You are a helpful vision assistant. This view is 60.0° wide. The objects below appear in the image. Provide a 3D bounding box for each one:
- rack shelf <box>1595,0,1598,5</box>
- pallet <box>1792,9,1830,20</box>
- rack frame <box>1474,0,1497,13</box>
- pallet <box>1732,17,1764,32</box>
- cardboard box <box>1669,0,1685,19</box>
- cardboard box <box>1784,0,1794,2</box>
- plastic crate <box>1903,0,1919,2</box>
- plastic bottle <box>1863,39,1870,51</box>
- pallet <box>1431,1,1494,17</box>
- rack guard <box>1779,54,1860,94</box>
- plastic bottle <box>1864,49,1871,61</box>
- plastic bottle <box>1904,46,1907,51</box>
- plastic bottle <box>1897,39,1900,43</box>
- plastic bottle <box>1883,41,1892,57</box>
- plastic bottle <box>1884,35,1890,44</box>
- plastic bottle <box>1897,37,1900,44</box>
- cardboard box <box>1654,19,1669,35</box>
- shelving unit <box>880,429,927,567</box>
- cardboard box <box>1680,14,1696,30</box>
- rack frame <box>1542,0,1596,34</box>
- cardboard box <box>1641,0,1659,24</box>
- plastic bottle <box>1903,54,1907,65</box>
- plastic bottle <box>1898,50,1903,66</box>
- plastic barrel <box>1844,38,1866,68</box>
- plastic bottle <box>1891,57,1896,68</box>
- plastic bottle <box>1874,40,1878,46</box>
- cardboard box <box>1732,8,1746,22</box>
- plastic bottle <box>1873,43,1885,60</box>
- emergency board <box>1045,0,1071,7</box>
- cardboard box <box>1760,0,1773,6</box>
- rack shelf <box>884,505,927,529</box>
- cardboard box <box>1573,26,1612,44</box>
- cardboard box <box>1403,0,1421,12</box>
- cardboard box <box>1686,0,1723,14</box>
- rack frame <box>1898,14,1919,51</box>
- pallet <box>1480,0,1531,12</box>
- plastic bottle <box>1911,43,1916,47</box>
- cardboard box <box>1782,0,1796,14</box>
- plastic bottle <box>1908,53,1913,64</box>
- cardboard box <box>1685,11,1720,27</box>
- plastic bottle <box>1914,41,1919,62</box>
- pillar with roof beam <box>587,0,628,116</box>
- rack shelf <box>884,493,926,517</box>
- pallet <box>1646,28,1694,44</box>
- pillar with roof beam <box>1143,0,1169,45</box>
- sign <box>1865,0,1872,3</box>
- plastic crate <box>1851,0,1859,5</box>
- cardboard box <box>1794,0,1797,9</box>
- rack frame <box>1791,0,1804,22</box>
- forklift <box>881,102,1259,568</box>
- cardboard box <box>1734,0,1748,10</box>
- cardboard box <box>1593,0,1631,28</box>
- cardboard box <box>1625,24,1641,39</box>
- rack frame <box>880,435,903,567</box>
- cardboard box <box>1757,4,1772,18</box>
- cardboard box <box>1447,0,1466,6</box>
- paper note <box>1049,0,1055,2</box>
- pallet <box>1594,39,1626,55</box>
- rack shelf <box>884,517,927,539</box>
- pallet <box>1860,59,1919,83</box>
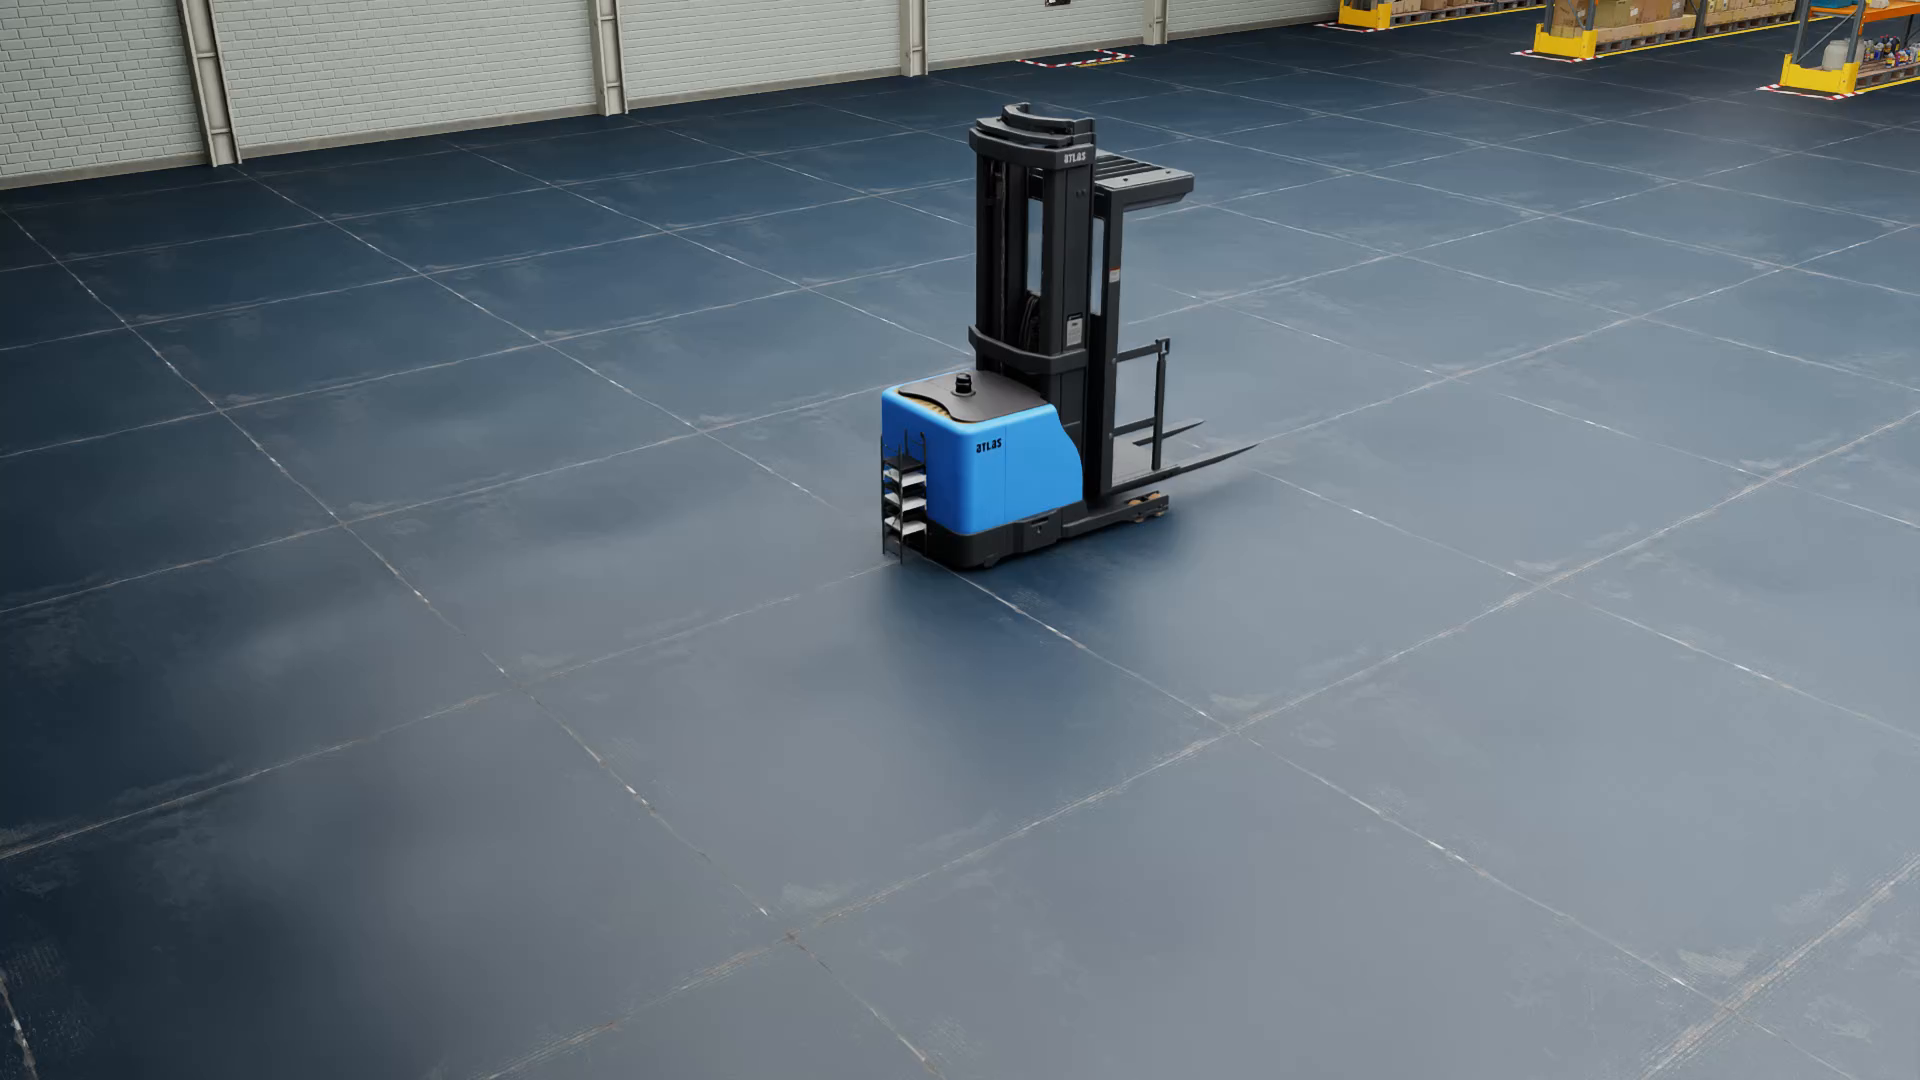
[{"bbox_3d":[13.233,-10.941,32.743,4.000,0.370,1.077,-18,31,-34],"label":"rack shelf"},{"bbox_3d":[18.565,-11.742,36.928,1.213,0.211,1.003,-18,31,-34],"label":"pallet"},{"bbox_3d":[11.747,-13.427,37.245,0.127,3.000,1.000,-18,31,-34],"label":"rack frame"},{"bbox_3d":[16.323,-11.045,35.425,1.213,0.211,1.003,-18,31,-34],"label":"pallet"},{"bbox_3d":[14.176,-10.751,33.356,0.500,0.500,0.500,-18,31,-34],"label":"cardboard box"},{"bbox_3d":[17.694,-11.806,35.853,0.500,0.311,0.500,-17,30,-33],"label":"cardboard box"},{"bbox_3d":[16.739,-9.520,29.139,0.437,0.136,0.530,-18,31,-34],"label":"plastic crate"},{"bbox_3d":[16.340,-8.863,30.035,0.185,0.351,0.144,-17,30,-32],"label":"plastic bottle"},{"bbox_3d":[11.240,-11.976,37.431,1.213,0.211,1.003,-18,31,-34],"label":"pallet"},{"bbox_3d":[14.743,-8.007,28.537,0.348,0.500,1.175,-18,31,-34],"label":"rack guard"},{"bbox_3d":[16.303,-8.714,29.892,0.097,0.201,0.097,0,25,0],"label":"plastic bottle"},{"bbox_3d":[16.930,-8.710,29.786,0.133,0.283,0.061,-18,31,-34],"label":"plastic bottle"},{"bbox_3d":[17.168,-9.047,30.511,0.133,0.283,0.061,-18,31,-34],"label":"plastic bottle"},{"bbox_3d":[16.929,-8.957,30.332,0.097,0.271,0.097,0,25,0],"label":"plastic bottle"},{"bbox_3d":[16.969,-9.071,30.483,0.185,0.351,0.144,-17,30,-33],"label":"plastic bottle"},{"bbox_3d":[17.339,-9.169,30.790,0.097,0.271,0.097,0,25,0],"label":"plastic bottle"},{"bbox_3d":[13.793,-10.276,33.223,0.500,0.250,0.500,-18,31,-34],"label":"cardboard box"},{"bbox_3d":[-0.385,-0.288,11.430,0.210,0.900,0.258,-17,30,-33],"label":"shelving unit"},{"bbox_3d":[14.577,-10.537,33.786,0.500,0.250,0.500,-18,31,-34],"label":"cardboard box"},{"bbox_3d":[11.659,-10.748,31.472,0.127,3.000,1.000,-18,31,-34],"label":"rack frame"},{"bbox_3d":[13.400,-10.485,32.784,0.500,0.500,0.500,-18,31,-34],"label":"cardboard box"},{"bbox_3d":[16.758,-8.545,29.526,0.097,0.201,0.097,0,25,0],"label":"plastic bottle"},{"bbox_3d":[16.601,-8.525,29.400,0.097,0.271,0.097,0,25,0],"label":"plastic bottle"},{"bbox_3d":[15.578,-8.494,29.073,0.421,0.512,0.421,0,25,0],"label":"plastic barrel"},{"bbox_3d":[16.413,-8.431,29.281,0.097,0.201,0.097,0,25,0],"label":"plastic bottle"},{"bbox_3d":[16.665,-8.962,30.329,0.133,0.283,0.061,-17,30,-32],"label":"plastic bottle"},{"bbox_3d":[16.086,-11.021,34.827,0.500,0.250,0.500,-19,31,-36],"label":"cardboard box"},{"bbox_3d":[16.597,-8.835,30.063,0.135,0.276,0.152,-18,31,-34],"label":"plastic bottle"},{"bbox_3d":[1.927,-10.668,31.301,0.643,1.169,0.194,-18,31,-34],"label":"emergency board"},{"bbox_3d":[16.890,-11.538,35.277,0.500,0.311,0.500,-18,31,-34],"label":"cardboard box"},{"bbox_3d":[-0.385,-0.177,11.482,0.200,0.077,0.258,-17,30,-33],"label":"rack shelf"},{"bbox_3d":[12.218,-9.757,32.104,0.500,0.250,0.500,-18,31,-34],"label":"cardboard box"},{"bbox_3d":[9.648,-11.666,36.121,0.500,0.311,0.500,-15,29,-30],"label":"cardboard box"},{"bbox_3d":[15.286,-11.009,34.137,0.500,0.311,0.500,-18,30,-34],"label":"cardboard box"},{"bbox_3d":[17.860,-10.145,30.173,0.127,3.000,1.000,-18,31,-34],"label":"rack frame"},{"bbox_3d":[12.359,-12.365,38.269,1.213,0.211,1.003,-18,31,-34],"label":"pallet"},{"bbox_3d":[17.269,-8.839,30.072,0.135,0.276,0.152,-18,31,-34],"label":"plastic bottle"},{"bbox_3d":[17.691,-11.552,35.972,0.500,0.250,0.500,-17,30,-33],"label":"cardboard box"},{"bbox_3d":[16.920,-8.598,29.642,0.097,0.201,0.097,0,25,0],"label":"plastic bottle"},{"bbox_3d":[15.277,-10.753,34.250,0.500,0.250,0.500,-19,31,-35],"label":"cardboard box"},{"bbox_3d":[17.126,-8.746,29.784,0.185,0.351,0.144,-18,31,-34],"label":"plastic bottle"},{"bbox_3d":[-2.892,-9.475,21.604,0.400,9.000,9.100,-18,31,-34],"label":"pillar with roof beam"},{"bbox_3d":[-0.385,-0.258,11.444,0.200,0.077,0.258,-17,30,-33],"label":"rack shelf"},{"bbox_3d":[14.155,-10.329,33.883,1.213,0.211,1.003,-18,31,-34],"label":"pallet"},{"bbox_3d":[6.551,-12.593,28.321,0.400,9.000,9.100,-18,31,-34],"label":"pillar with roof beam"},{"bbox_3d":[15.049,-9.048,27.481,0.005,0.325,0.100,-18,31,-34],"label":"sign"},{"bbox_3d":[15.436,-9.434,28.819,0.408,0.251,0.499,-18,31,-34],"label":"plastic crate"},{"bbox_3d":[18.489,-11.915,36.434,0.500,0.500,0.500,-17,30,-32],"label":"cardboard box"},{"bbox_3d":[17.954,-12.826,35.950,0.127,3.000,1.000,-18,31,-34],"label":"rack frame"},{"bbox_3d":[0.922,-1.617,11.880,3.031,2.935,1.130,-17,30,-33],"label":"forklift"},{"bbox_3d":[16.089,-11.272,34.704,0.500,0.311,0.500,-19,31,-36],"label":"cardboard box"},{"bbox_3d":[12.611,-10.227,32.227,0.500,0.500,0.500,-18,31,-34],"label":"cardboard box"},{"bbox_3d":[13.003,-10.017,32.666,0.500,0.250,0.500,-18,31,-34],"label":"cardboard box"},{"bbox_3d":[-0.467,-0.263,11.375,0.006,0.900,0.240,-17,30,-33],"label":"rack frame"},{"bbox_3d":[16.890,-11.287,35.401,0.500,0.250,0.500,-17,30,-33],"label":"cardboard box"},{"bbox_3d":[10.955,-12.210,37.069,0.500,0.500,0.500,-21,32,-38],"label":"cardboard box"},{"bbox_3d":[1.745,-10.246,31.437,0.142,0.148,0.016,-18,31,-34],"label":"paper note"},{"bbox_3d":[12.235,-9.695,32.517,1.213,0.211,1.003,-18,31,-34],"label":"pallet"},{"bbox_3d":[-0.385,-0.095,11.520,0.200,0.077,0.258,-17,30,-33],"label":"rack shelf"},{"bbox_3d":[16.345,-8.401,29.727,1.213,0.211,1.003,-18,31,-34],"label":"pallet"}]
